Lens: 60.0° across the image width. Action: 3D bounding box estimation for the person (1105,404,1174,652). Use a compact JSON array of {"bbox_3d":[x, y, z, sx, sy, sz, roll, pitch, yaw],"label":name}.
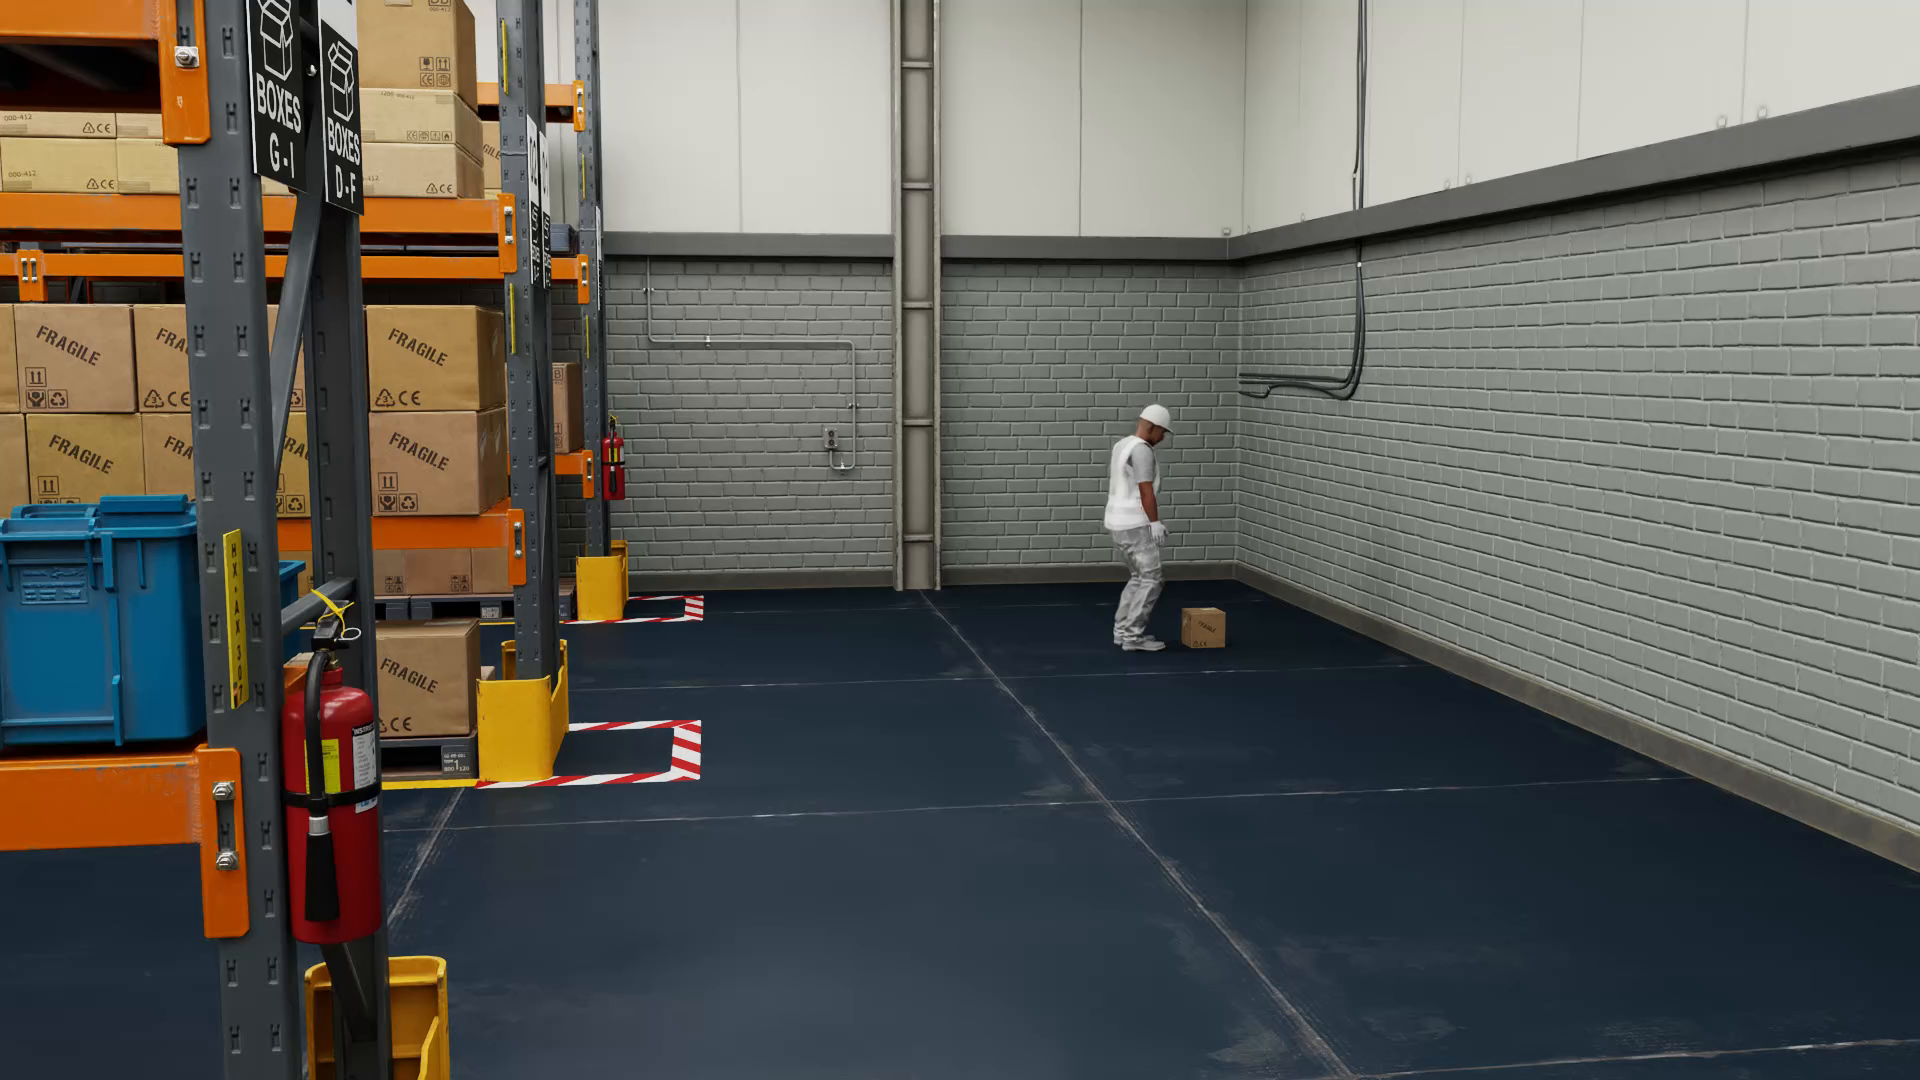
[{"bbox_3d":[1.269,-0.095,11.762,0.477,1.721,0.576,-1,6,-7],"label":"person"}]
